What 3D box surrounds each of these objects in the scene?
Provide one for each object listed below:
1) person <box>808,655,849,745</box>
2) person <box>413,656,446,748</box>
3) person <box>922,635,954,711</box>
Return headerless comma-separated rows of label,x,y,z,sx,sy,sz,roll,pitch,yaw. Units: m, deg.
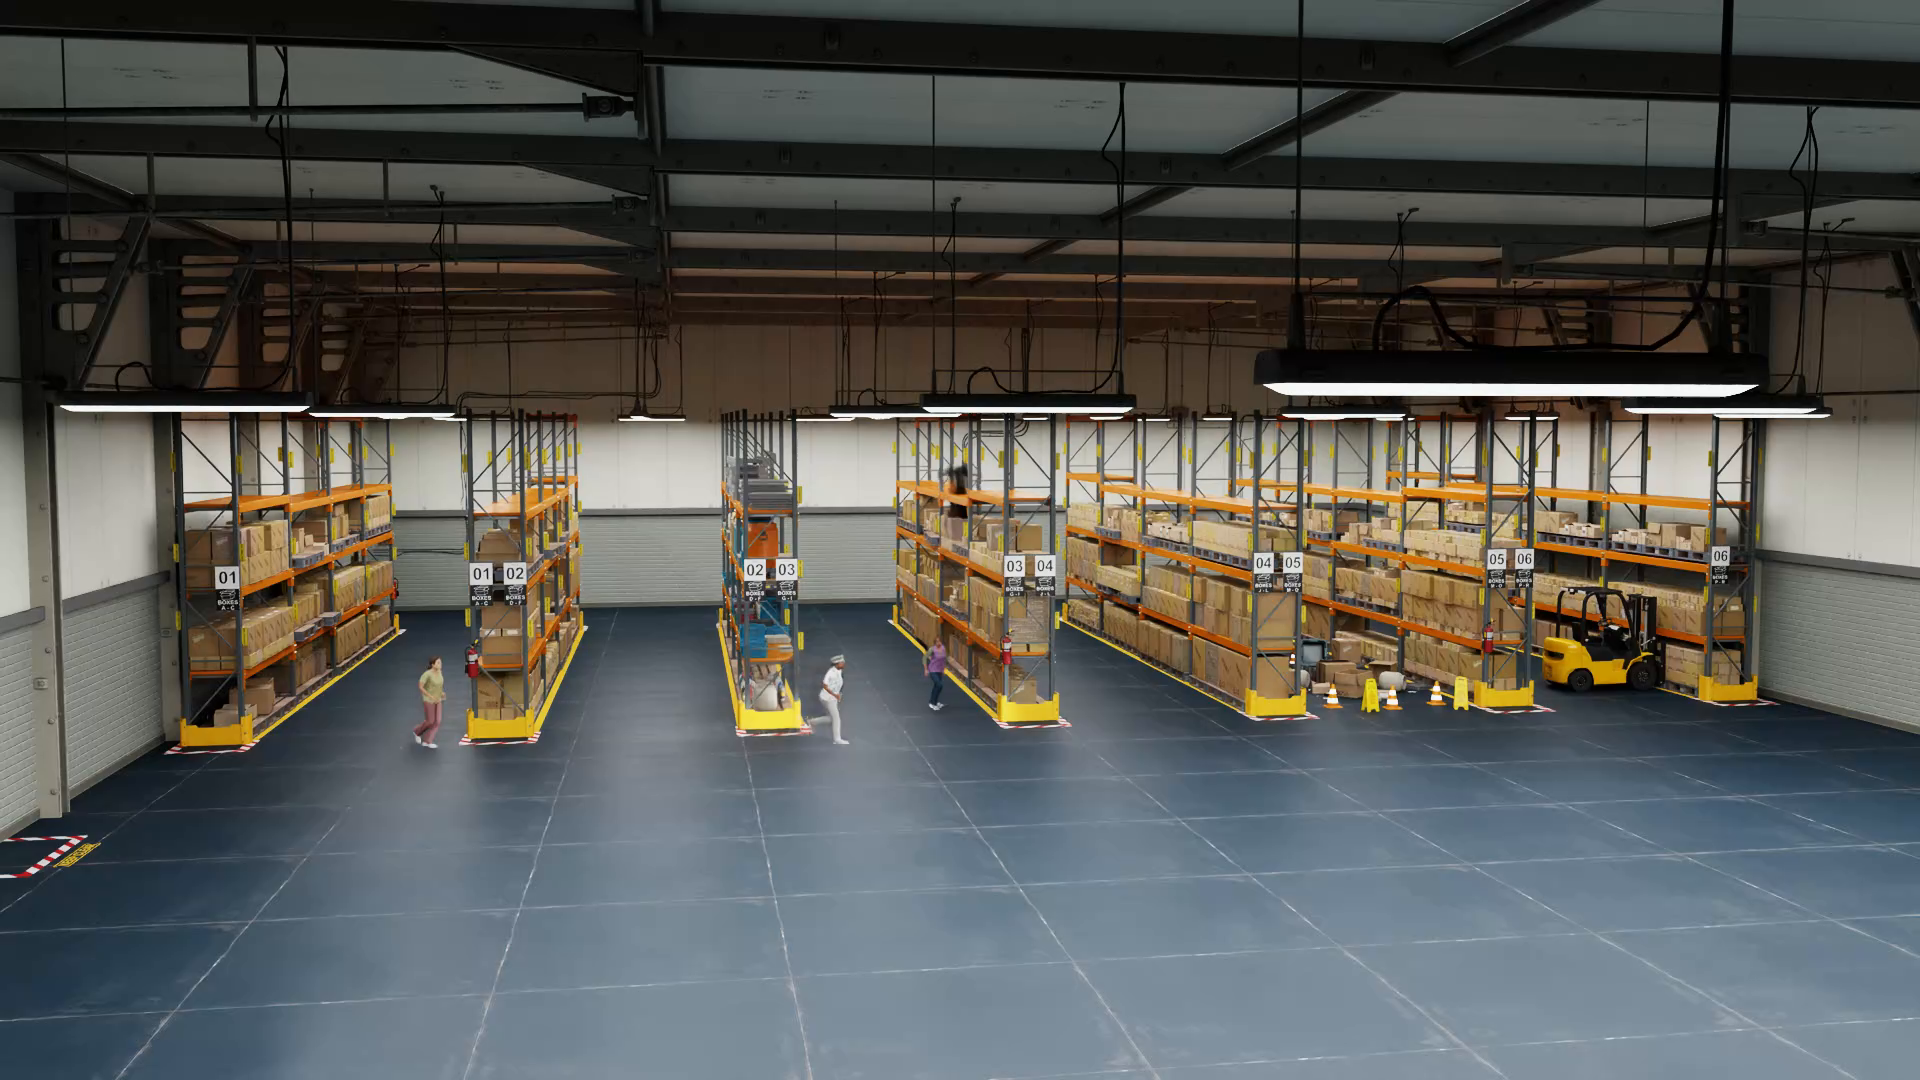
person,-2.394,2.847,29.656,0.773,1.636,0.561,2,4,21
person,-9.446,2.861,29.585,0.605,1.636,0.602,2,5,32
person,-0.430,2.680,33.335,0.757,1.512,0.549,4,5,41
